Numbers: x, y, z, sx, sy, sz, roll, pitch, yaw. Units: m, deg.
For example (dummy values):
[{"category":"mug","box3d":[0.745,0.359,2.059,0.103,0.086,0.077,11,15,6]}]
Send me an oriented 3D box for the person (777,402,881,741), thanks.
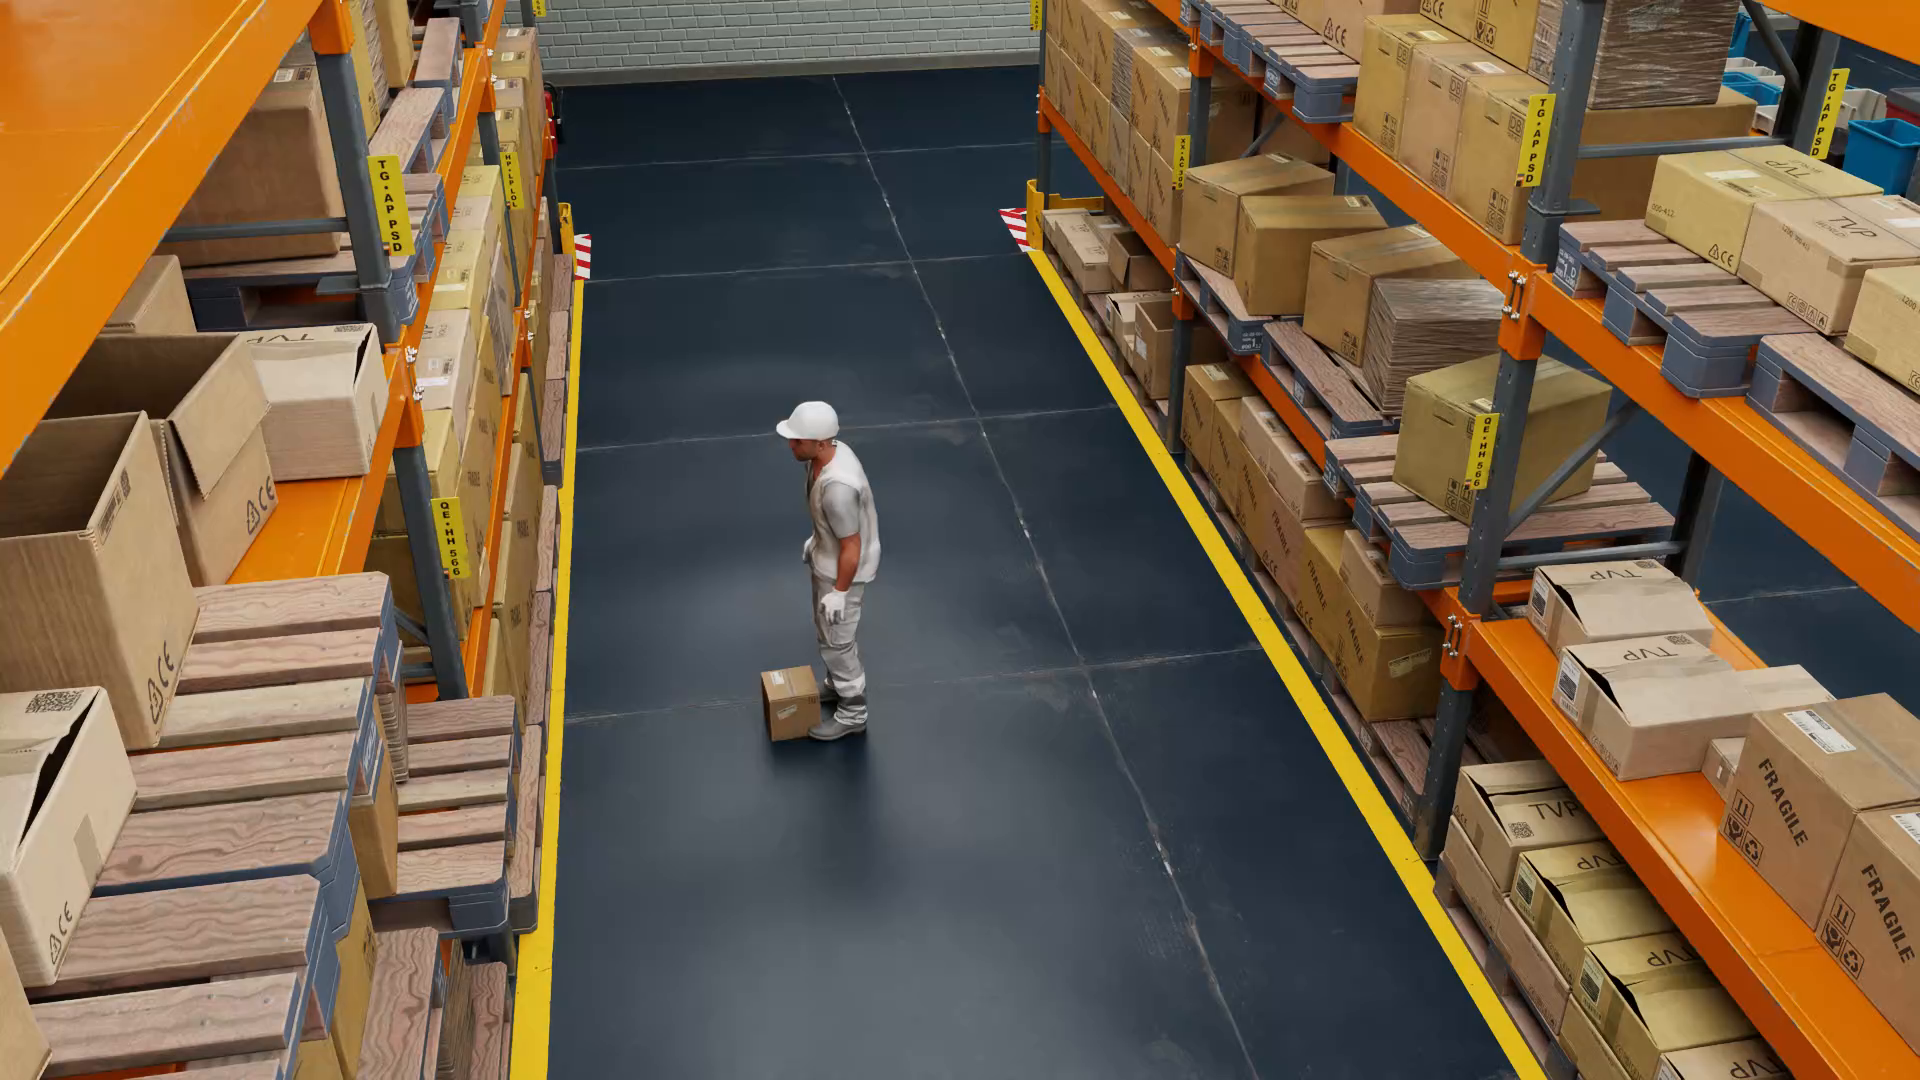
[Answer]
[{"category":"person","box3d":[-0.610,0.138,7.887,0.445,1.781,0.621,-7,31,-11]}]
